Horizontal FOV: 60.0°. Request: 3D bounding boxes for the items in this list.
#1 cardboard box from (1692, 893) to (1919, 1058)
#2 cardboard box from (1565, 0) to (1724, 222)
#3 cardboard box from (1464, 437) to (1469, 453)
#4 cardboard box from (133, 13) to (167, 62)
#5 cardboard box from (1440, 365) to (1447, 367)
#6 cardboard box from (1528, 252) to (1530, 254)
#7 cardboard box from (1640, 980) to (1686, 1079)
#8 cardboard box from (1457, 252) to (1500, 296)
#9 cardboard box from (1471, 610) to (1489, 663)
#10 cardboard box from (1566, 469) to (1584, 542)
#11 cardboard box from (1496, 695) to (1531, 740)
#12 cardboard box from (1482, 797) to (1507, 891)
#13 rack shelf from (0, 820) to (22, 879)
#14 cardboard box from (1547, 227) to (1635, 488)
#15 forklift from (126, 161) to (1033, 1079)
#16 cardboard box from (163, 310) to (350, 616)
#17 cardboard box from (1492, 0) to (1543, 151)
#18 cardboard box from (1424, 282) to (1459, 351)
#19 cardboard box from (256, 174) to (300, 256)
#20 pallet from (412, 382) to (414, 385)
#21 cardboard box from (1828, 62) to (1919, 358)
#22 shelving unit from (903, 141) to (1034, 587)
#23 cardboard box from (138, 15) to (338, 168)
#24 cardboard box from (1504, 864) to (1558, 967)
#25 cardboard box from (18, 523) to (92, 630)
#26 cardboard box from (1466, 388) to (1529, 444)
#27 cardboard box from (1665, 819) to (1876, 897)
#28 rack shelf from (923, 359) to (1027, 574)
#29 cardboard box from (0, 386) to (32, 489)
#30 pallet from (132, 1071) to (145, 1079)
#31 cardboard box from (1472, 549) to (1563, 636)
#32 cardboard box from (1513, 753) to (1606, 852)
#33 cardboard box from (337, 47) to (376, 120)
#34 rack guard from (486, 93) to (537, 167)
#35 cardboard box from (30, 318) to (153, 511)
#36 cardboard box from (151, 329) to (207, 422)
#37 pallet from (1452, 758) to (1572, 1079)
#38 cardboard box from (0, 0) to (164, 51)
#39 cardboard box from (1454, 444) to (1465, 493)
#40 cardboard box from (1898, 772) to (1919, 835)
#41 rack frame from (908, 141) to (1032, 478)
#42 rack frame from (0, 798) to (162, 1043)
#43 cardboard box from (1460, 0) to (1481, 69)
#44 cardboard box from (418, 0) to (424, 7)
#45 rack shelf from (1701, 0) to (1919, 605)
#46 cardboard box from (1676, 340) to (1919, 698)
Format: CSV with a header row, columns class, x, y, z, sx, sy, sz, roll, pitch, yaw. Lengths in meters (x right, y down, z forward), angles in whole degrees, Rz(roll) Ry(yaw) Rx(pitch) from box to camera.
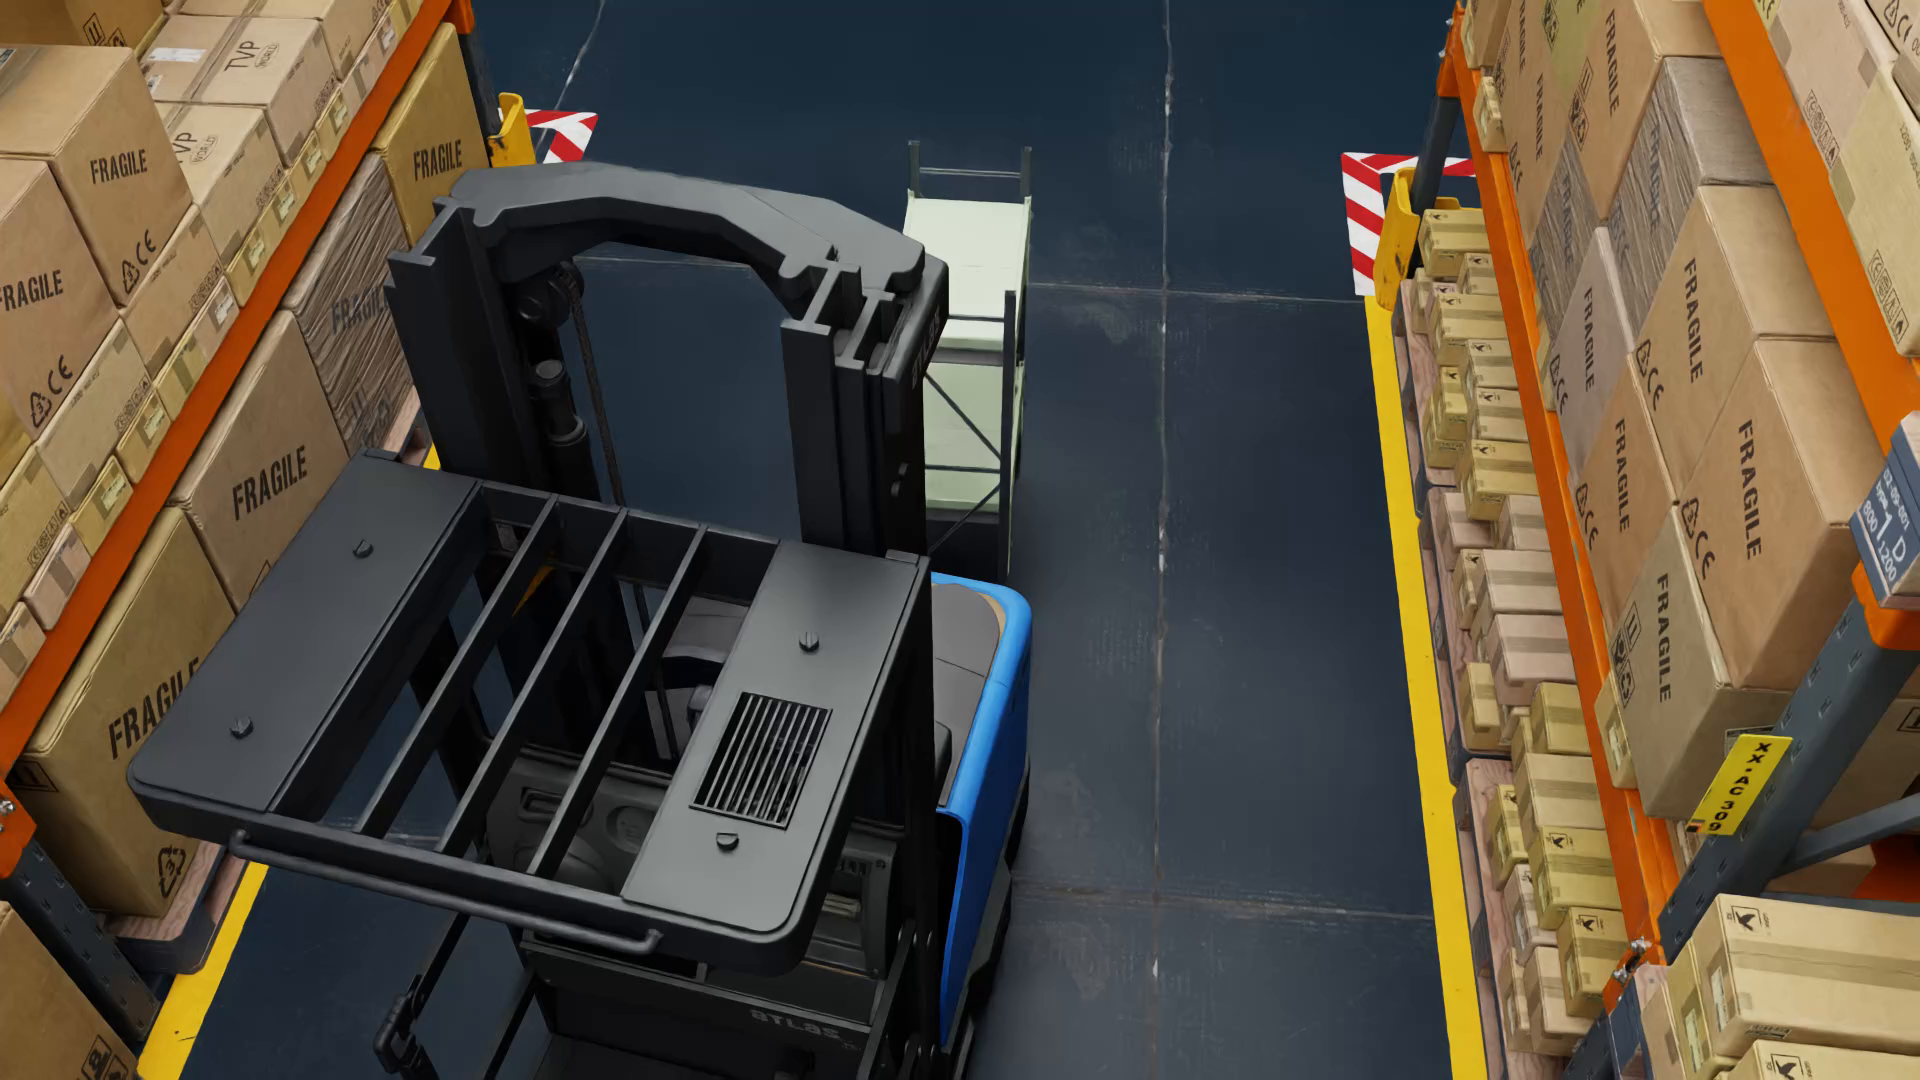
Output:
class,x,y,z,sx,sy,sz,roll,pitch,yaw
cardboard box,1.544,0.798,2.970,0.380,0.149,0.250,6,48,6
cardboard box,1.945,-1.175,4.345,0.500,0.500,0.500,3,48,2
cardboard box,2.023,-0.289,5.927,0.380,0.149,0.250,2,48,2
cardboard box,-2.931,-1.514,5.502,0.500,0.250,0.500,2,48,2
cardboard box,2.093,-0.761,6.560,0.380,0.149,0.250,4,48,3
cardboard box,2.000,-0.881,5.193,0.380,0.149,0.250,3,48,3
cardboard box,1.544,0.999,3.190,0.380,0.149,0.250,2,48,2
cardboard box,2.111,-0.950,6.330,0.380,0.149,0.250,5,48,4
cardboard box,1.919,0.359,5.537,0.380,0.149,0.250,5,48,4
cardboard box,1.873,-0.122,4.499,0.380,0.149,0.250,2,48,2
cardboard box,1.893,0.500,5.206,0.380,0.149,0.250,5,48,4
cardboard box,1.801,0.922,5.021,0.380,0.149,0.250,2,48,2
rack shelf,-3.075,2.102,2.783,1.077,0.370,4.000,4,48,4
cardboard box,1.896,-0.459,4.367,0.500,0.500,0.500,4,48,3
forklift,-0.650,0.839,3.496,1.130,2.935,3.031,11,49,10
cardboard box,-2.670,-0.177,5.534,0.875,0.875,0.875,4,48,4
cardboard box,2.063,-1.570,5.384,0.500,0.500,0.500,4,48,4
cardboard box,2.018,-0.857,6.447,0.380,0.149,0.250,4,48,3
cardboard box,-2.372,-1.058,5.355,0.380,0.149,0.250,5,48,4
pallet,-2.523,-1.016,7.037,1.003,0.211,1.213,4,48,4
cardboard box,1.814,-0.544,2.783,0.500,0.250,0.500,5,48,4
shelving unit,-0.001,-0.501,5.692,0.431,1.500,0.755,4,48,4
cardboard box,-2.401,-1.479,5.470,0.500,0.250,0.500,2,48,2
cardboard box,1.762,1.064,4.689,0.380,0.149,0.250,2,48,2
cardboard box,-2.510,0.086,4.309,0.380,0.149,0.250,2,48,2
cardboard box,1.986,-0.382,5.811,0.380,0.149,0.250,6,48,5
cardboard box,1.831,0.656,3.787,0.380,0.149,0.250,3,48,3
rack shelf,-0.001,-0.281,5.933,0.431,0.370,0.720,4,48,4
cardboard box,-2.594,-0.249,3.836,0.500,0.500,0.500,4,48,4
pallet,-2.888,1.902,4.367,1.003,0.211,1.213,4,48,4
cardboard box,1.857,0.174,5.302,0.380,0.149,0.250,2,48,2
cardboard box,1.810,0.764,4.763,0.380,0.149,0.250,3,48,3
cardboard box,-2.302,-1.622,5.871,0.380,0.149,0.250,5,48,4
rack guard,-2.526,-1.724,7.488,1.175,0.500,0.348,4,48,4
cardboard box,-2.538,-0.353,4.441,0.500,0.250,0.500,4,48,3
cardboard box,-2.442,-0.489,4.835,0.380,0.149,0.250,3,48,3
pallet,2.064,1.242,4.971,1.003,0.211,1.213,4,48,4
cardboard box,-2.927,-1.770,5.228,0.500,0.500,0.500,3,48,2
cardboard box,2.017,-0.203,6.051,0.380,0.149,0.250,4,48,4
cardboard box,2.334,0.316,3.659,0.500,0.500,0.500,3,48,3
rack frame,0.033,-0.770,5.938,0.400,1.500,0.023,4,48,4
rack frame,-2.892,0.389,3.861,1.000,3.000,0.127,4,48,4
cardboard box,2.046,-1.842,6.072,0.380,0.149,0.250,4,48,3
cardboard box,-2.232,-2.182,6.383,0.380,0.149,0.250,5,48,4
rack shelf,2.220,-1.442,3.991,1.077,0.370,4.000,4,48,4
cardboard box,1.811,-0.038,3.305,0.500,0.500,0.500,2,48,2
